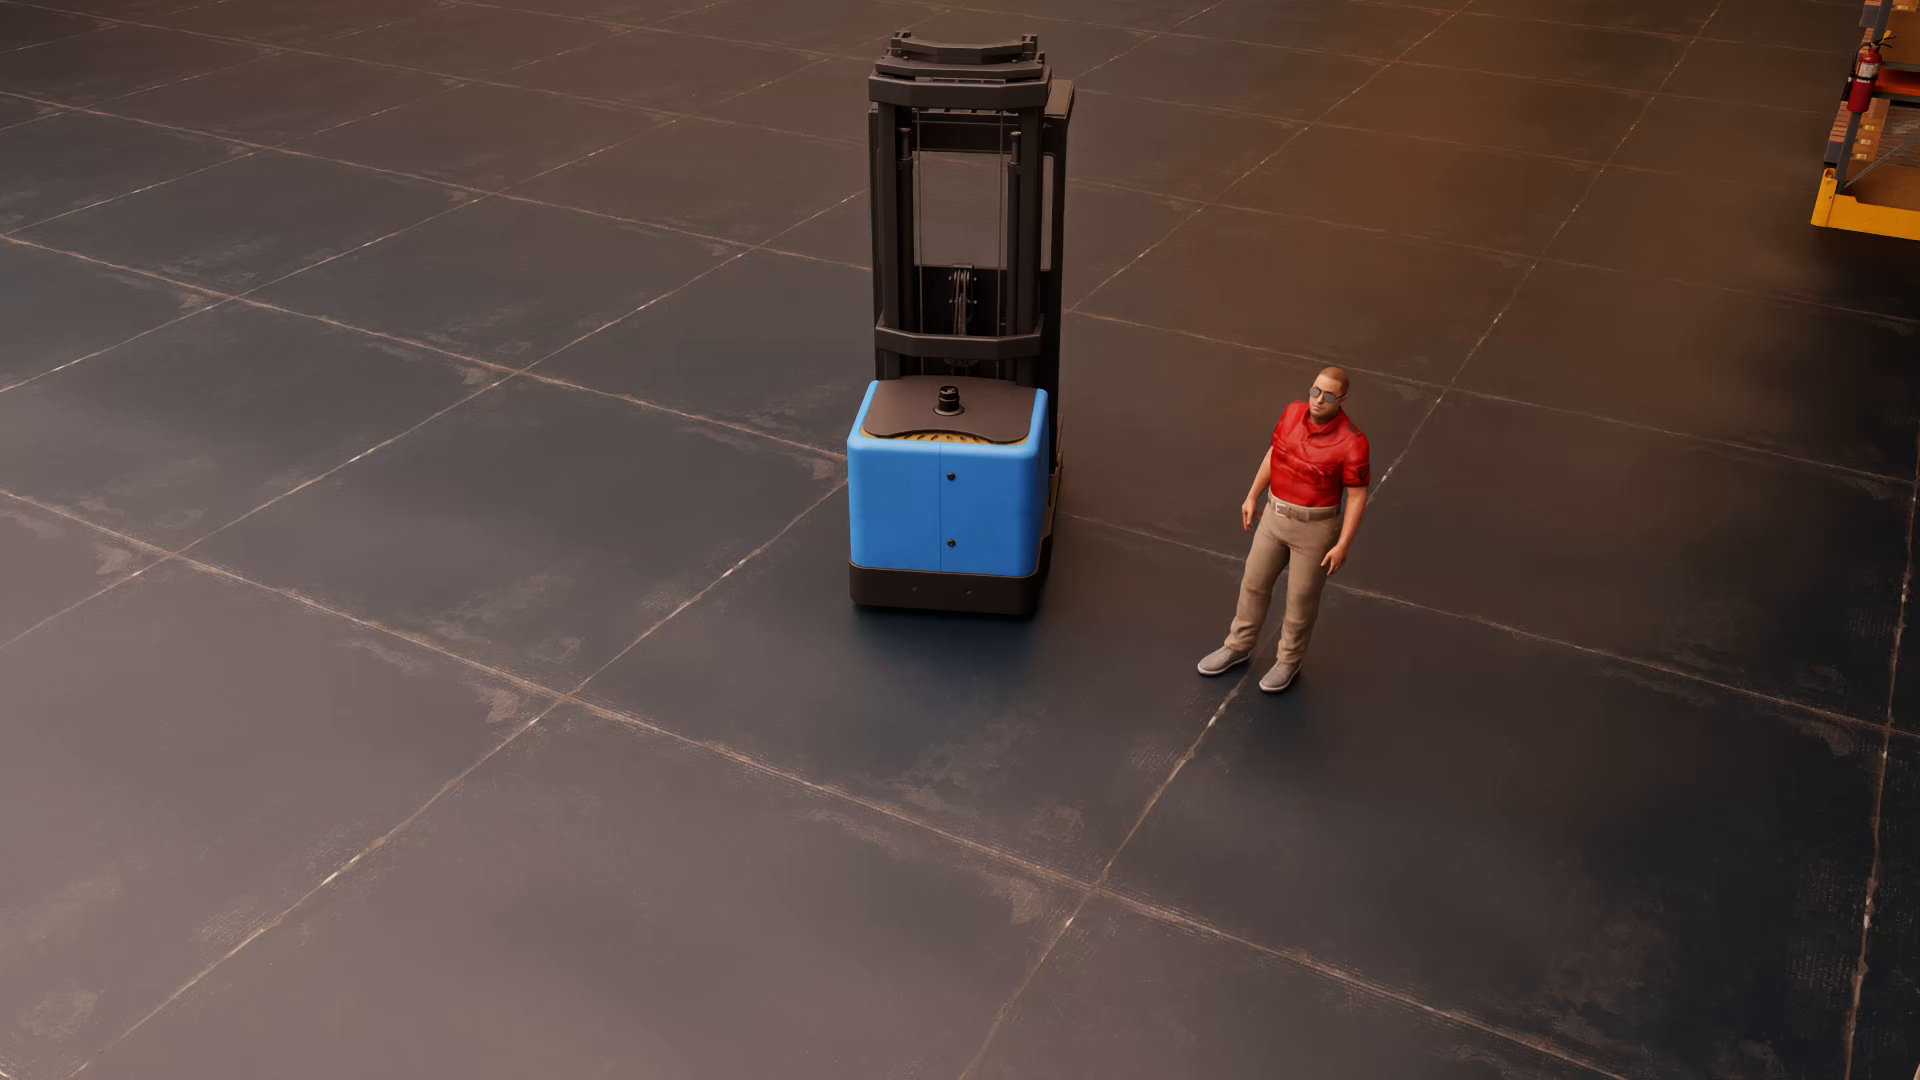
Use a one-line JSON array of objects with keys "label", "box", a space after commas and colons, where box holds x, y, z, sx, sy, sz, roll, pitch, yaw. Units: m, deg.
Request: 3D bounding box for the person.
[{"label": "person", "box": [1.643, -0.037, 8.324, 0.551, 1.727, 0.640, -25, 38, -37]}]

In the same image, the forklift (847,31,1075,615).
[{"label": "forklift", "box": [0.072, -1.572, 9.794, 1.130, 2.935, 3.031, 3, 30, 6]}]
